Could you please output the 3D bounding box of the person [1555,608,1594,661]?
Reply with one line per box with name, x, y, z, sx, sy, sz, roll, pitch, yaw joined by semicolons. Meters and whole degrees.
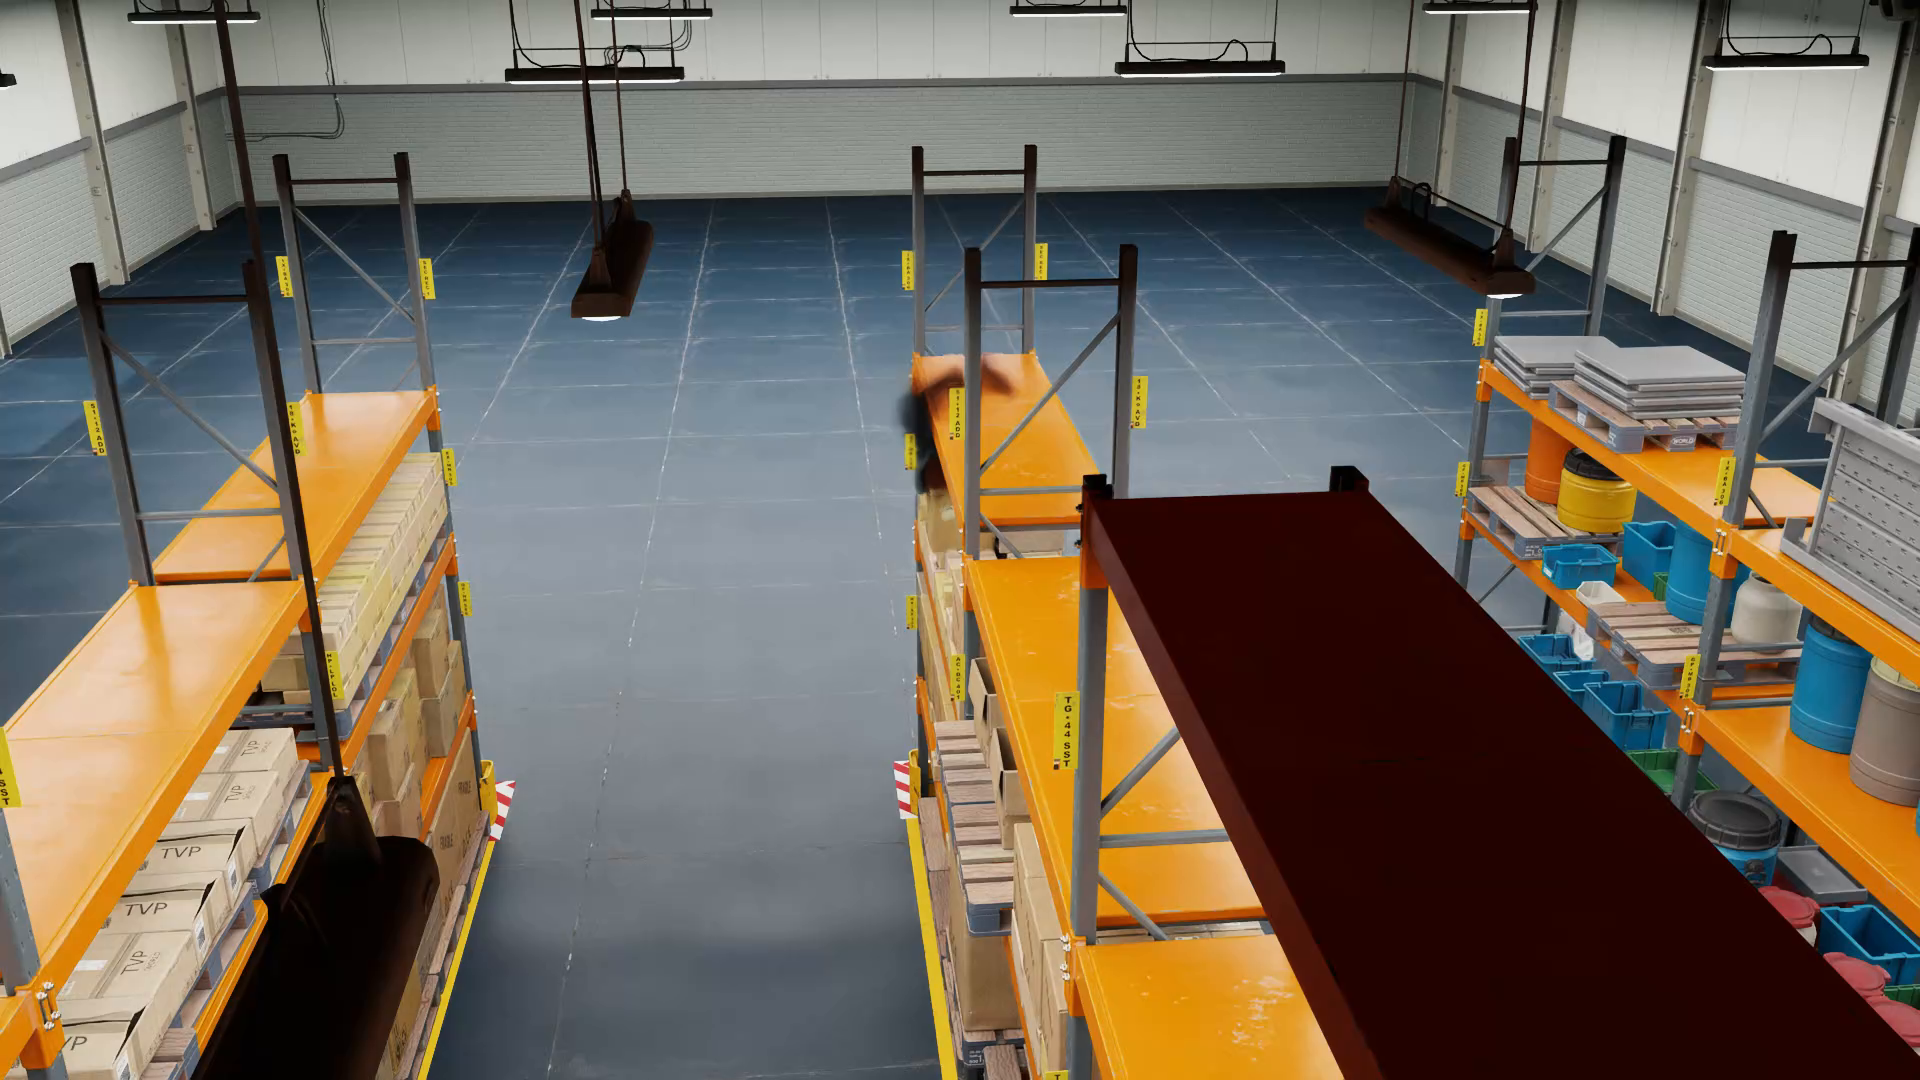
person;6.000;1.128;16.454;0.656;1.731;0.644;19;28;39
